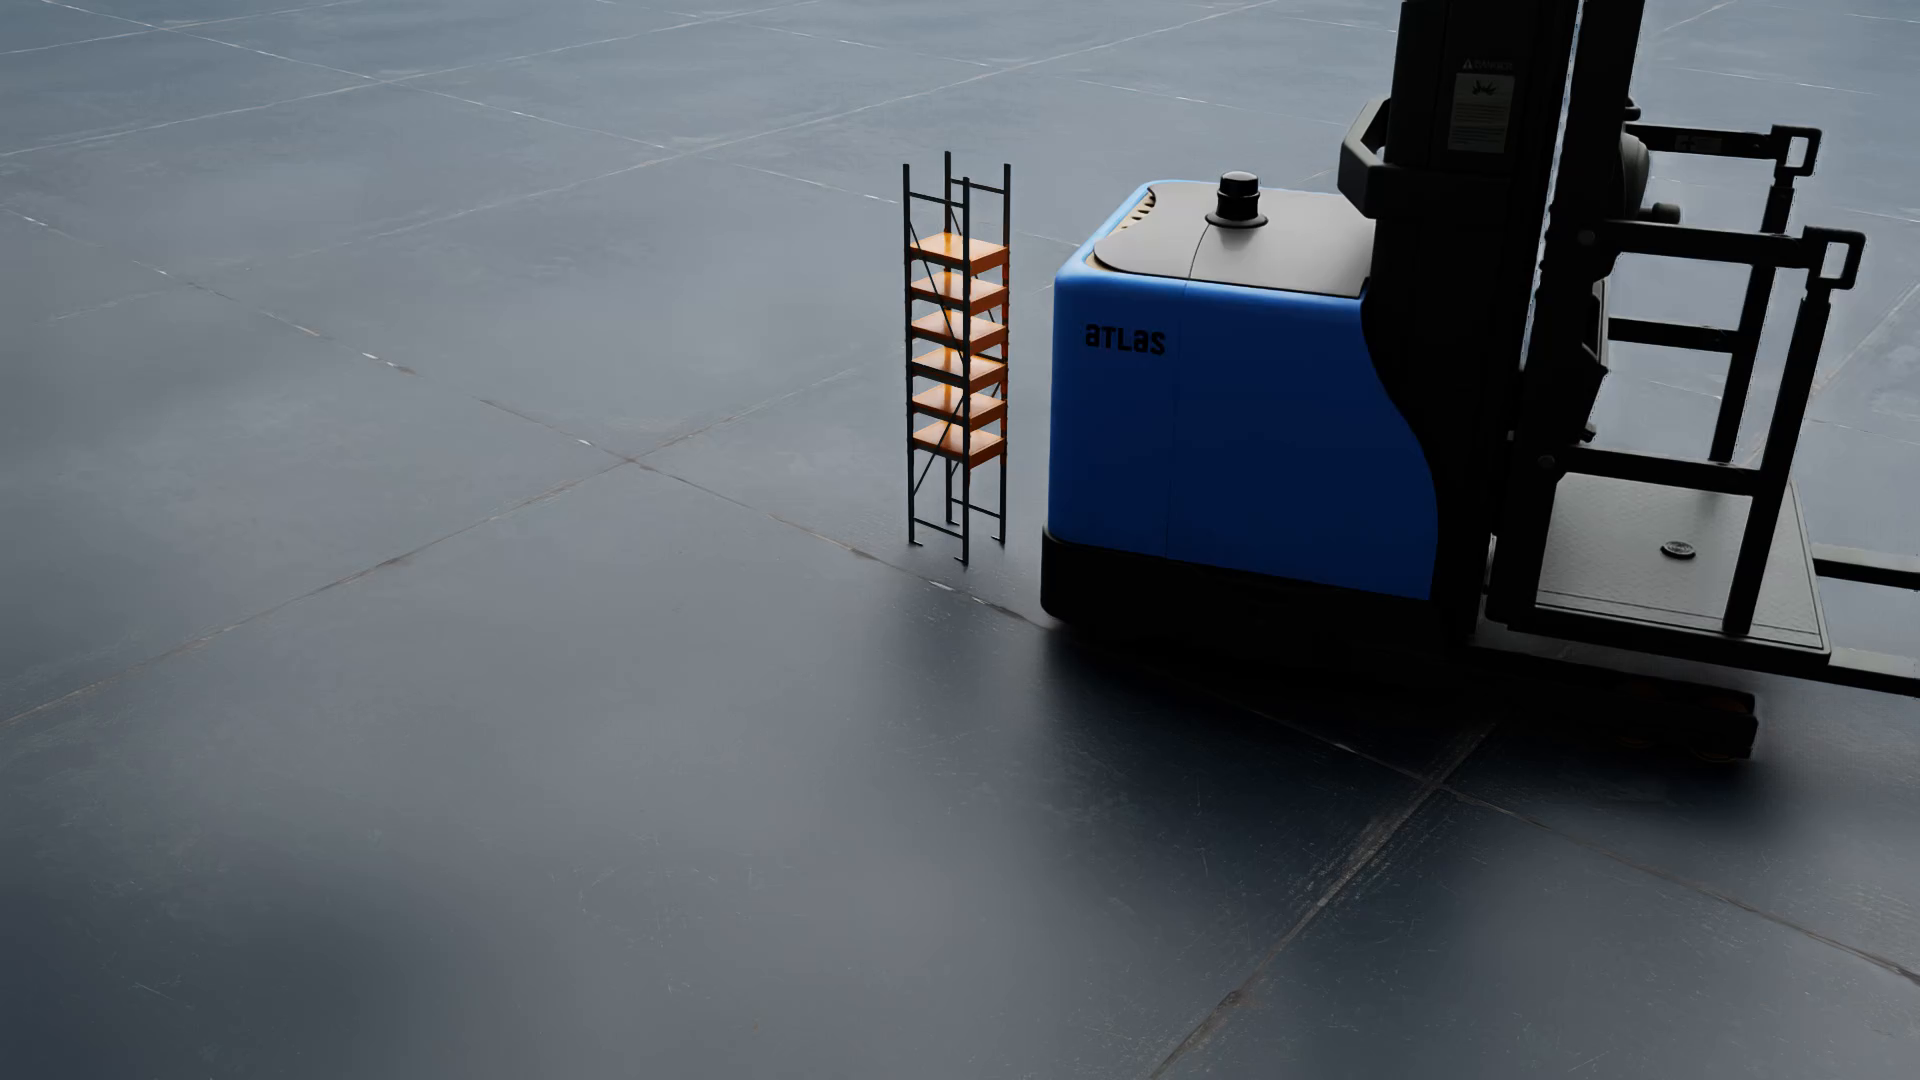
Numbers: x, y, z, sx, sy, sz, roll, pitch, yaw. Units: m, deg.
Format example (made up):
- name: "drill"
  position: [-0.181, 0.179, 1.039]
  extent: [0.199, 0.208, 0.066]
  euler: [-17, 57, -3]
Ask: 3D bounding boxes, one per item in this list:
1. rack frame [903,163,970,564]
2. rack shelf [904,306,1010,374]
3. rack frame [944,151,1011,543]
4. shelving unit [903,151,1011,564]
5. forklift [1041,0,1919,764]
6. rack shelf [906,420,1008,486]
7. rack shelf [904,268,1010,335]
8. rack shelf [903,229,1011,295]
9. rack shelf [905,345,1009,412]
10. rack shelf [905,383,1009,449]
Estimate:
- name: "rack frame"
  position: [-0.067, -0.495, 4.902]
  extent: [0.240, 1.200, 0.006]
  euler: [21, 34, 34]
- name: "rack shelf"
  position: [-0.009, -0.595, 4.930]
  extent: [0.258, 0.103, 0.180]
  euler: [21, 34, 34]
- name: "rack frame"
  position: [0.049, -0.560, 5.027]
  extent: [0.240, 1.200, 0.006]
  euler: [21, 34, 34]
- name: "shelving unit"
  position: [-0.009, -0.528, 4.964]
  extent: [0.258, 1.200, 0.189]
  euler: [21, 34, 34]
- name: "forklift"
  position: [1.803, -1.018, 4.028]
  extent: [3.031, 2.935, 1.130]
  euler: [9, 29, 17]
- name: "rack shelf"
  position: [-0.009, -0.275, 5.095]
  extent: [0.258, 0.103, 0.180]
  euler: [21, 34, 34]
- name: "rack shelf"
  position: [-0.009, -0.701, 4.875]
  extent: [0.258, 0.103, 0.180]
  euler: [21, 34, 34]
- name: "rack shelf"
  position: [-0.009, -0.808, 4.819]
  extent: [0.258, 0.103, 0.180]
  euler: [21, 34, 34]
- name: "rack shelf"
  position: [-0.009, -0.488, 4.985]
  extent: [0.258, 0.103, 0.180]
  euler: [21, 34, 34]
- name: "rack shelf"
  position: [-0.009, -0.382, 5.040]
  extent: [0.258, 0.103, 0.180]
  euler: [21, 34, 34]
